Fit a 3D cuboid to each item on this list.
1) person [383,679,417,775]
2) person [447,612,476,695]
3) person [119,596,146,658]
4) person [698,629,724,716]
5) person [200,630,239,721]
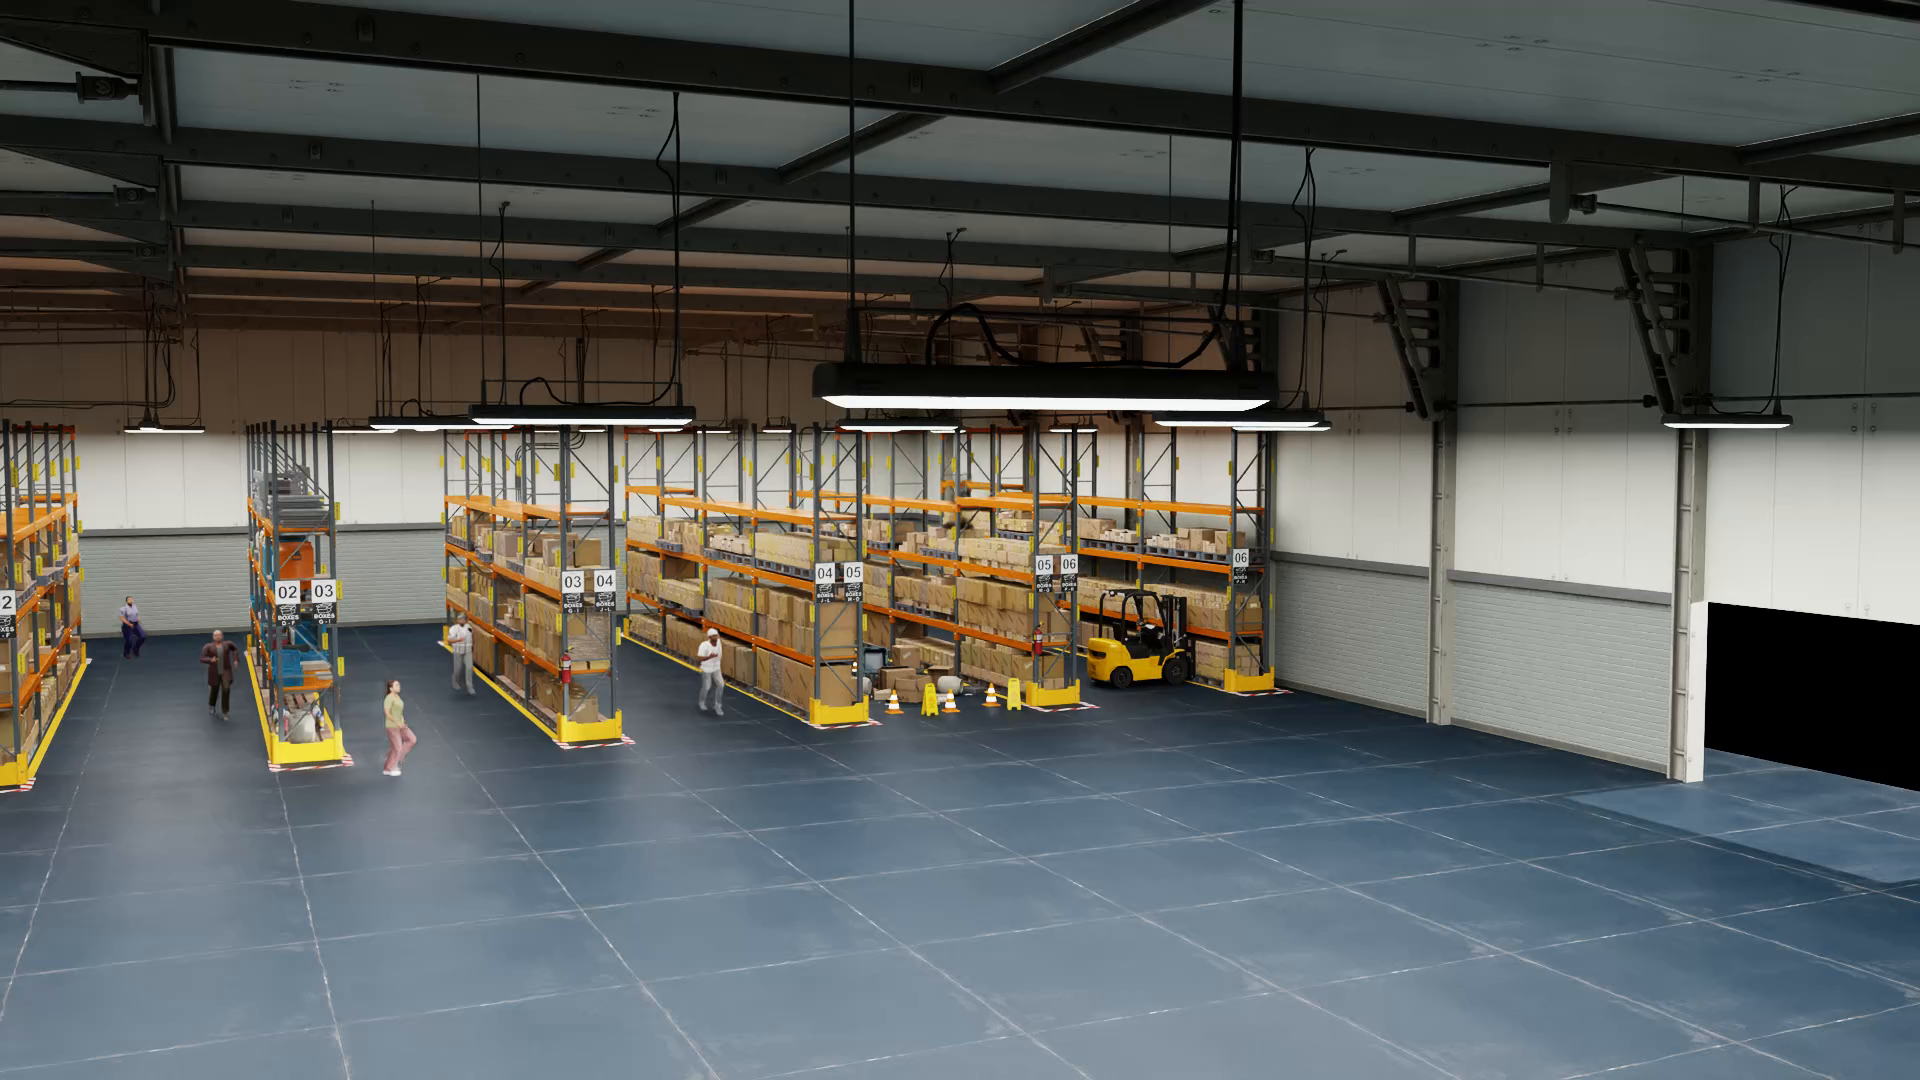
[{"bbox_3d":[-9.494,3.152,28.086,0.546,1.634,0.602,0,4,-3],"label":"person"},{"bbox_3d":[-11.089,2.503,37.033,0.653,1.809,0.917,-2,4,-35],"label":"person"},{"bbox_3d":[-21.288,2.247,42.758,0.595,1.609,0.627,2,4,26],"label":"person"},{"bbox_3d":[-5.149,2.720,34.235,0.674,1.827,0.863,-3,5,-38],"label":"person"},{"bbox_3d":[-15.023,2.725,33.757,0.728,1.829,1.002,-2,4,-27],"label":"person"}]
